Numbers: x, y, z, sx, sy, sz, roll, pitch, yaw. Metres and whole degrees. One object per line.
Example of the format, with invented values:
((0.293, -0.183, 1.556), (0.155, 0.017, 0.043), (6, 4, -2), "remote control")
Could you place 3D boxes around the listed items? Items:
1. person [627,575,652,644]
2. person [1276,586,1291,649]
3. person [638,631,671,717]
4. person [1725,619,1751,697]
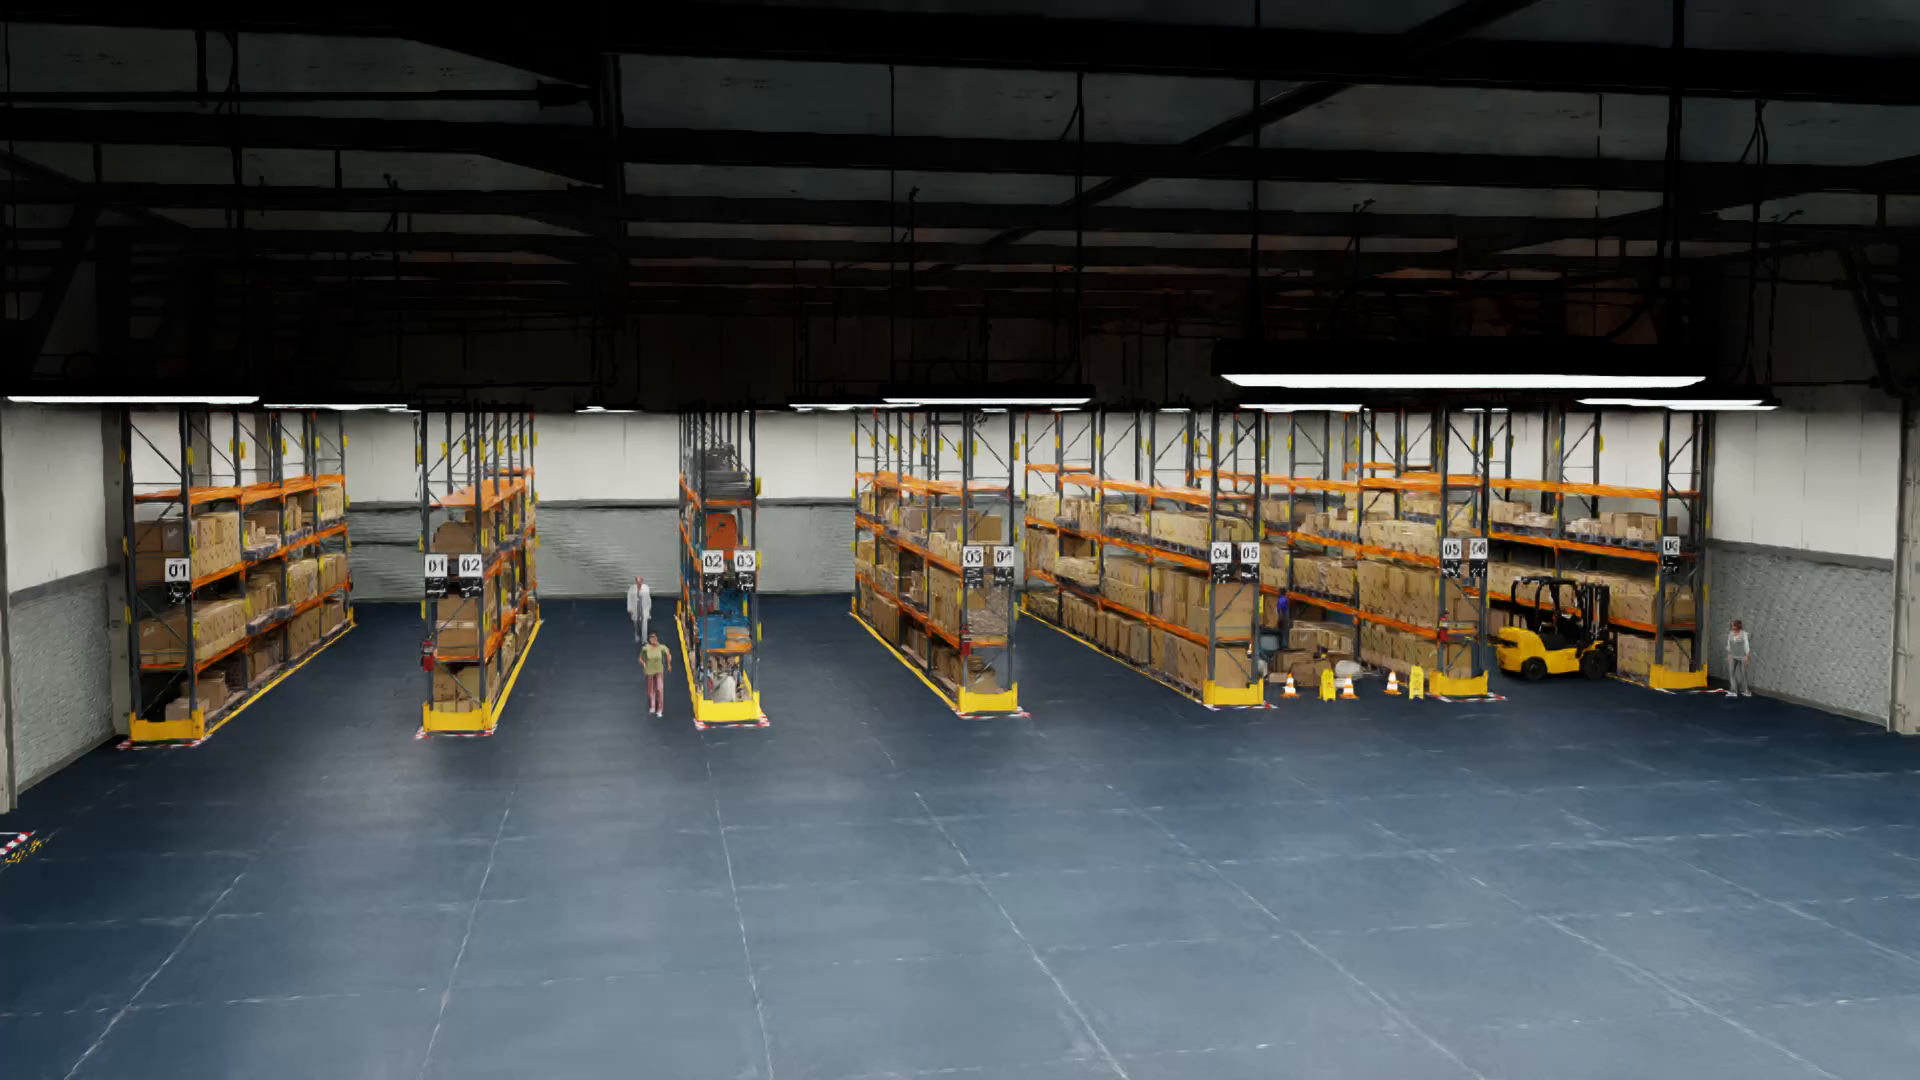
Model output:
((-7.999, 1.725, 41.504), (0.598, 1.698, 1.194), (-1, 4, -9), "person")
((7.630, 1.916, 39.413), (0.535, 1.643, 0.575), (2, 5, 20), "person")
((-5.839, 2.523, 31.770), (0.603, 1.600, 0.799), (0, 4, -5), "person")
((15.815, 2.410, 33.755), (0.469, 1.552, 0.518), (4, 6, 45), "person")
